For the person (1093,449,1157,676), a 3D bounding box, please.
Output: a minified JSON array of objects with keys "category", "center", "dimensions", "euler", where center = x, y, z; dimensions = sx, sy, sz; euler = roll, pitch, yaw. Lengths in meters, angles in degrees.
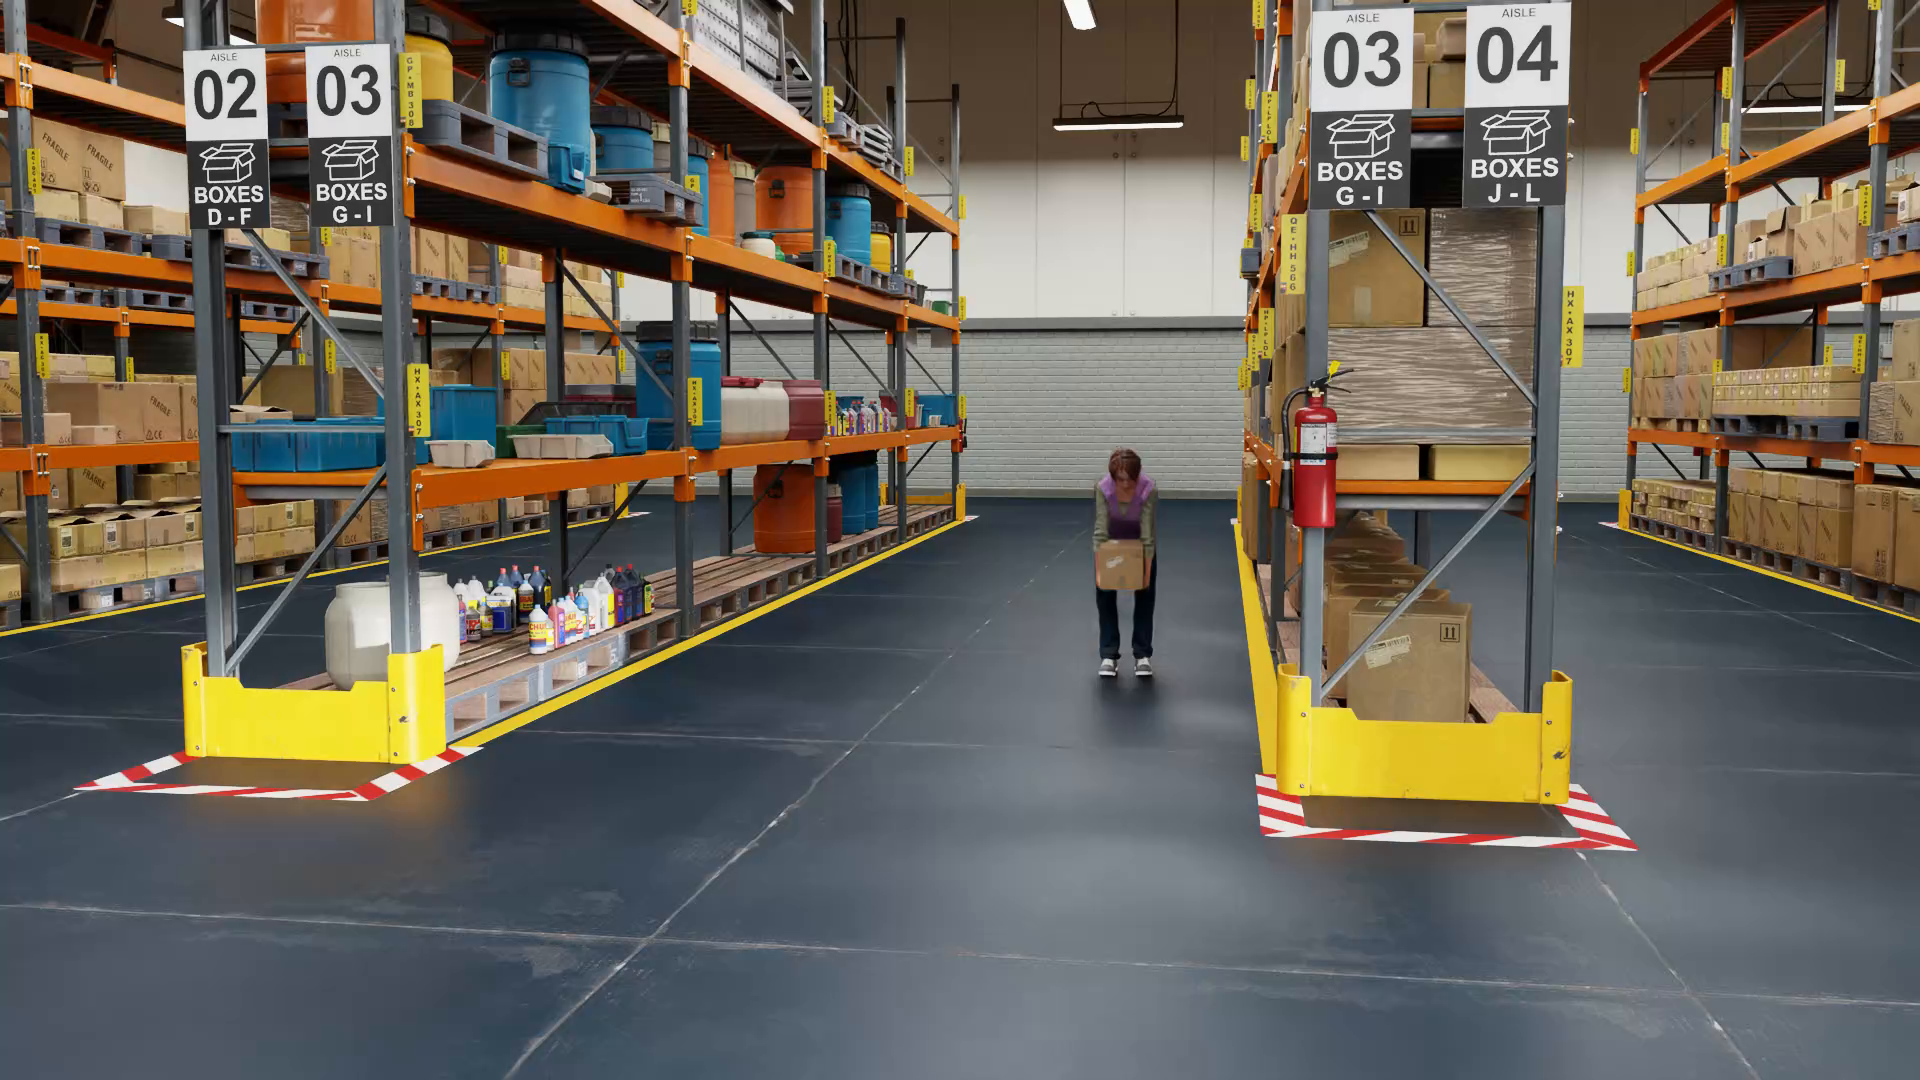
[{"category":"person","center":[0.974,0.148,9.833],"dimensions":[0.373,1.355,0.737],"euler":[1,5,8]}]
